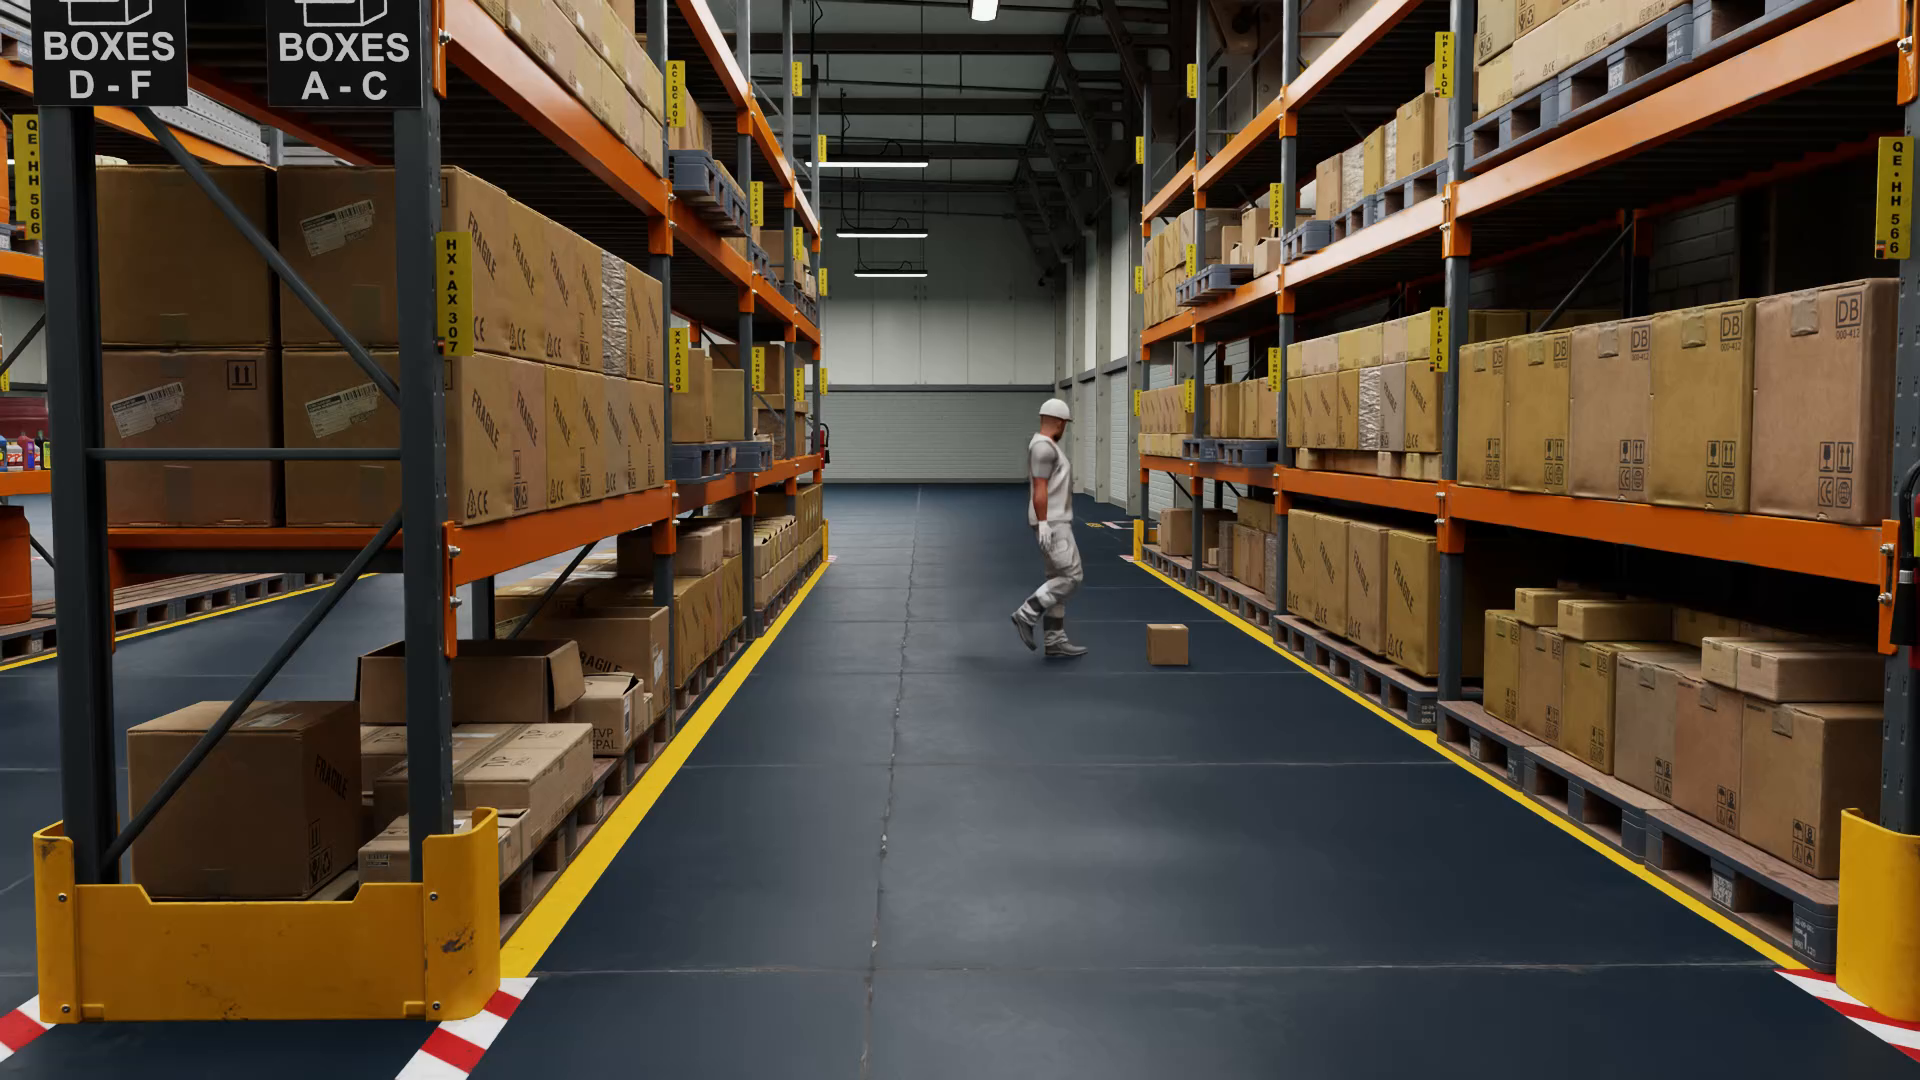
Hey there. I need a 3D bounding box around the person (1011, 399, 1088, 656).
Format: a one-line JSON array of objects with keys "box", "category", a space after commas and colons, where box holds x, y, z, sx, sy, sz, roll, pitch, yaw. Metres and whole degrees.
[{"box": [0.625, -0.085, 11.511, 0.529, 1.782, 0.575, 0, 4, 7], "category": "person"}]
